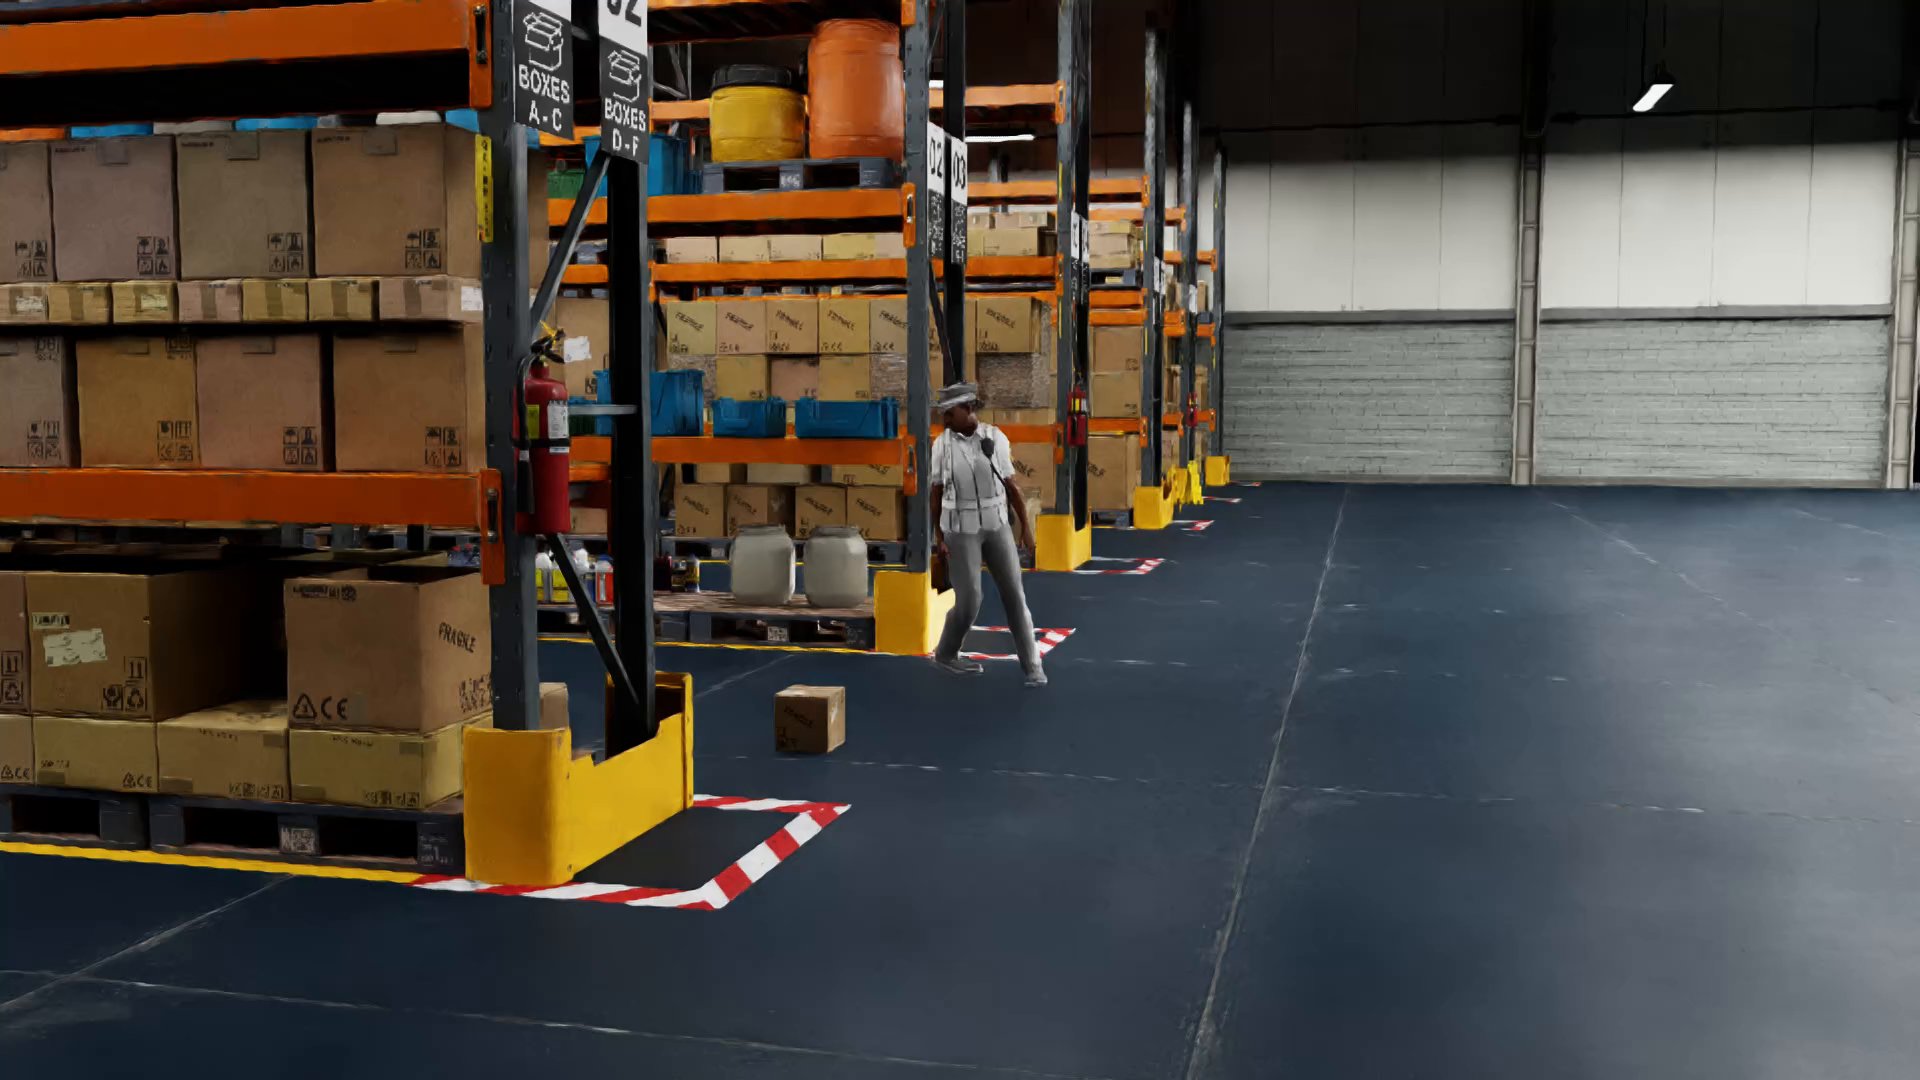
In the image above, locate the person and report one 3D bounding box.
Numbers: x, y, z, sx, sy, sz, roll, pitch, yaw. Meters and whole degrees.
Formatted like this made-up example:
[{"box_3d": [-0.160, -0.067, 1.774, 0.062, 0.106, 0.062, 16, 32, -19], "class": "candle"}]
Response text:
[{"box_3d": [0.139, -0.032, 8.969, 0.598, 1.602, 0.595, -1, 5, -15], "class": "person"}]
